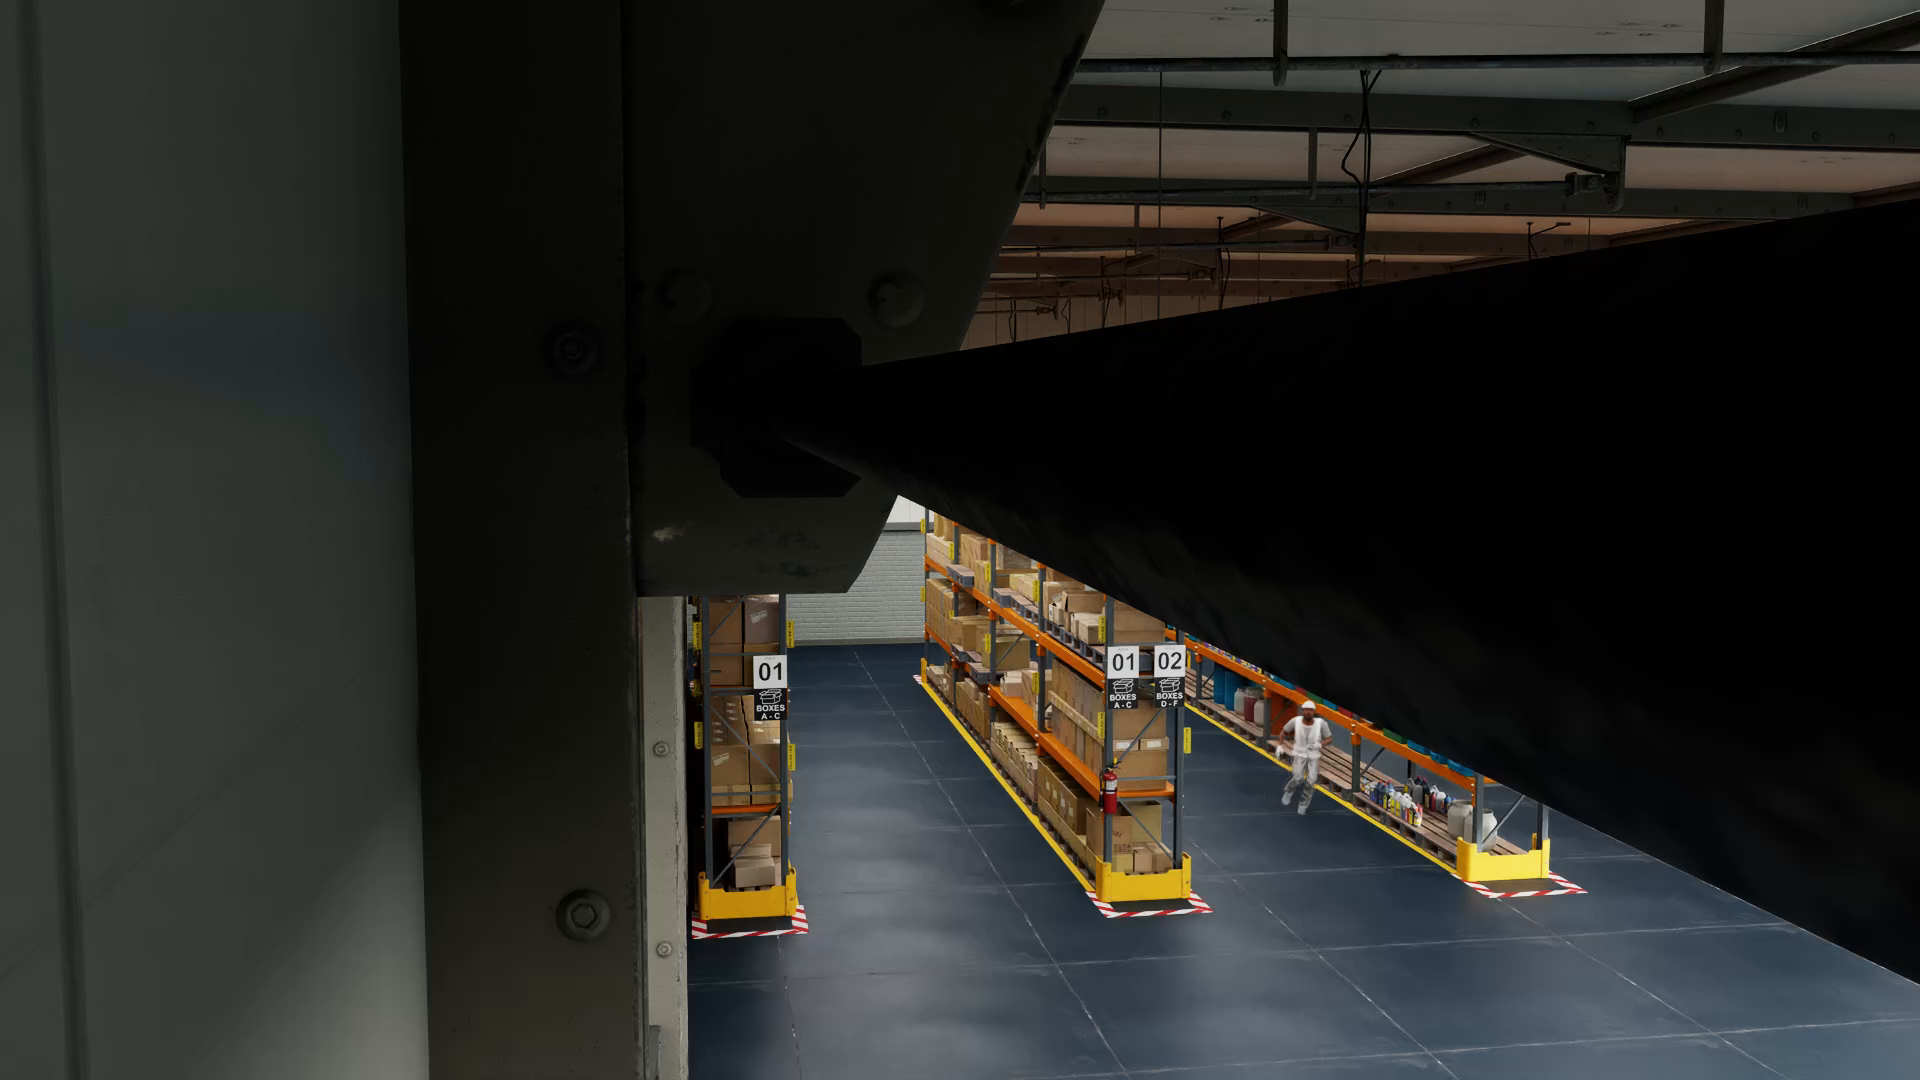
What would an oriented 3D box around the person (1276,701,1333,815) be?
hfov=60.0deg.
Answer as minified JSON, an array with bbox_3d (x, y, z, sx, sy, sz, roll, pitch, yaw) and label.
[{"bbox_3d":[5.195,3.278,25.058,0.808,1.734,0.561,0,5,1],"label":"person"}]
